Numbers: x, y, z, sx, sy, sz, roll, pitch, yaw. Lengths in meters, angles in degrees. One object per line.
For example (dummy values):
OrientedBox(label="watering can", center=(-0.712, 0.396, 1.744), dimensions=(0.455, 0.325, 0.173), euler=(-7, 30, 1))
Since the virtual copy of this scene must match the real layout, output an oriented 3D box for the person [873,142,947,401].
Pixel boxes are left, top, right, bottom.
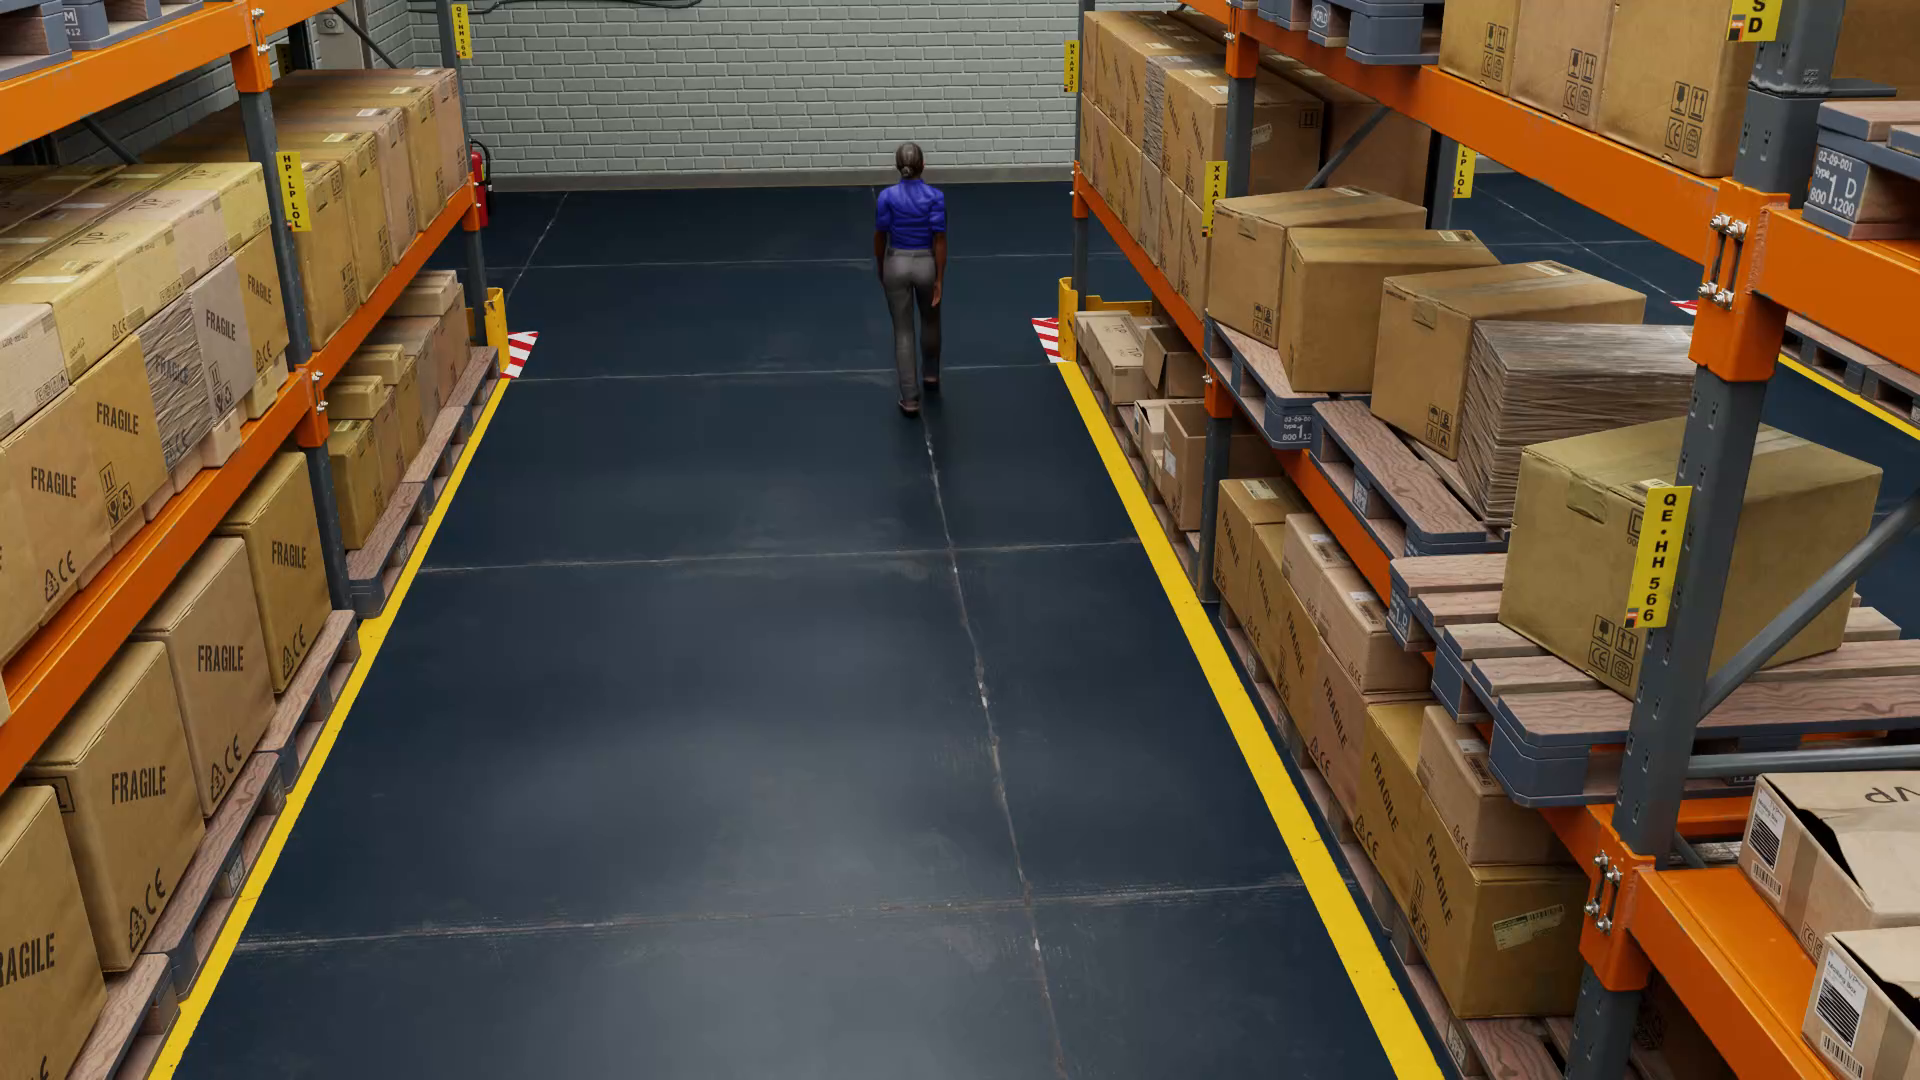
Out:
OrientedBox(label="person", center=(-0.307, -1.679, 10.282), dimensions=(0.446, 1.537, 0.678), euler=(-2, 24, -4))
